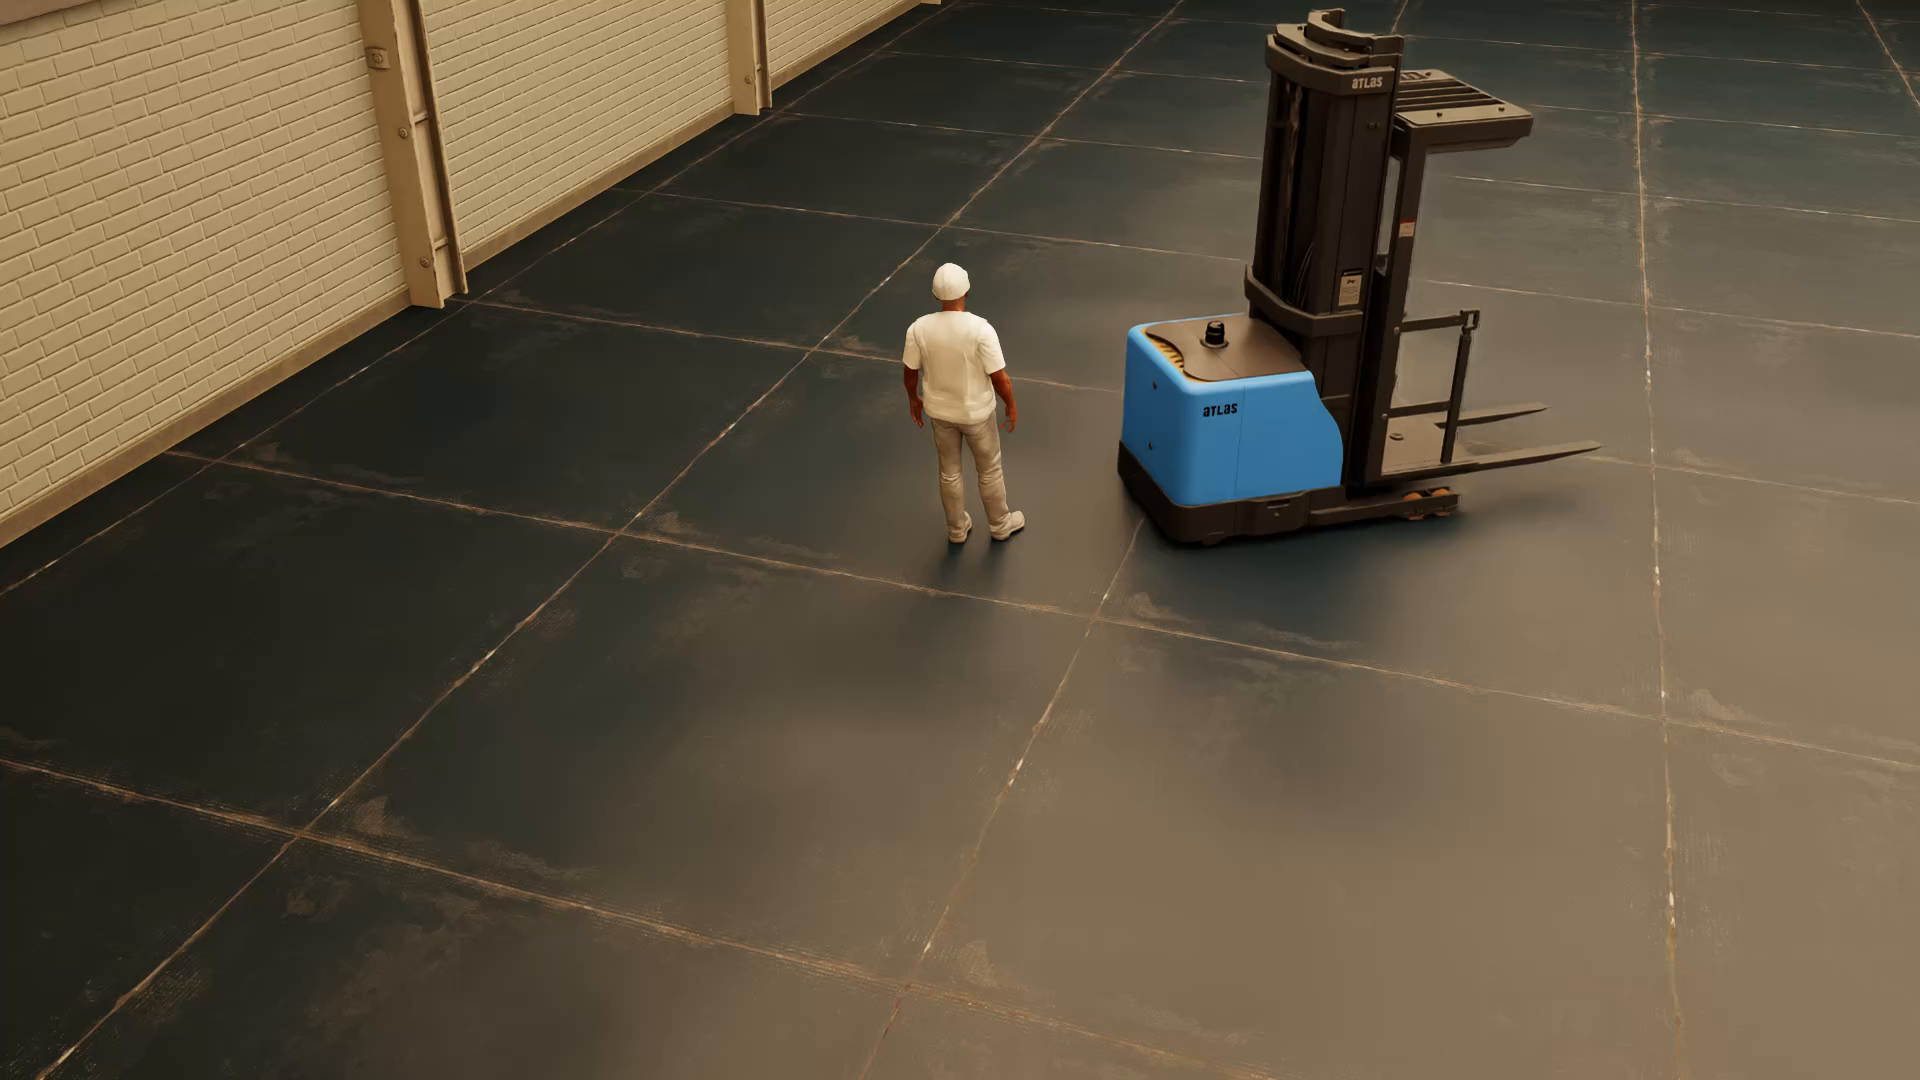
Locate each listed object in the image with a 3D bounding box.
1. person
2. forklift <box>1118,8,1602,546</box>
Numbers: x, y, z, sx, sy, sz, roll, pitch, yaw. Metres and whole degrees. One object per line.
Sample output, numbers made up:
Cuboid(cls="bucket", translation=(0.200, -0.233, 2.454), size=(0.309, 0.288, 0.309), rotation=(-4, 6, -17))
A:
Cuboid(cls="person", translation=(0.028, -0.805, 9.710), size=(0.666, 1.765, 0.577), rotation=(10, 31, 16))
Cuboid(cls="forklift", translation=(2.592, -1.638, 10.011), size=(3.031, 2.935, 1.130), rotation=(-8, 31, -14))
